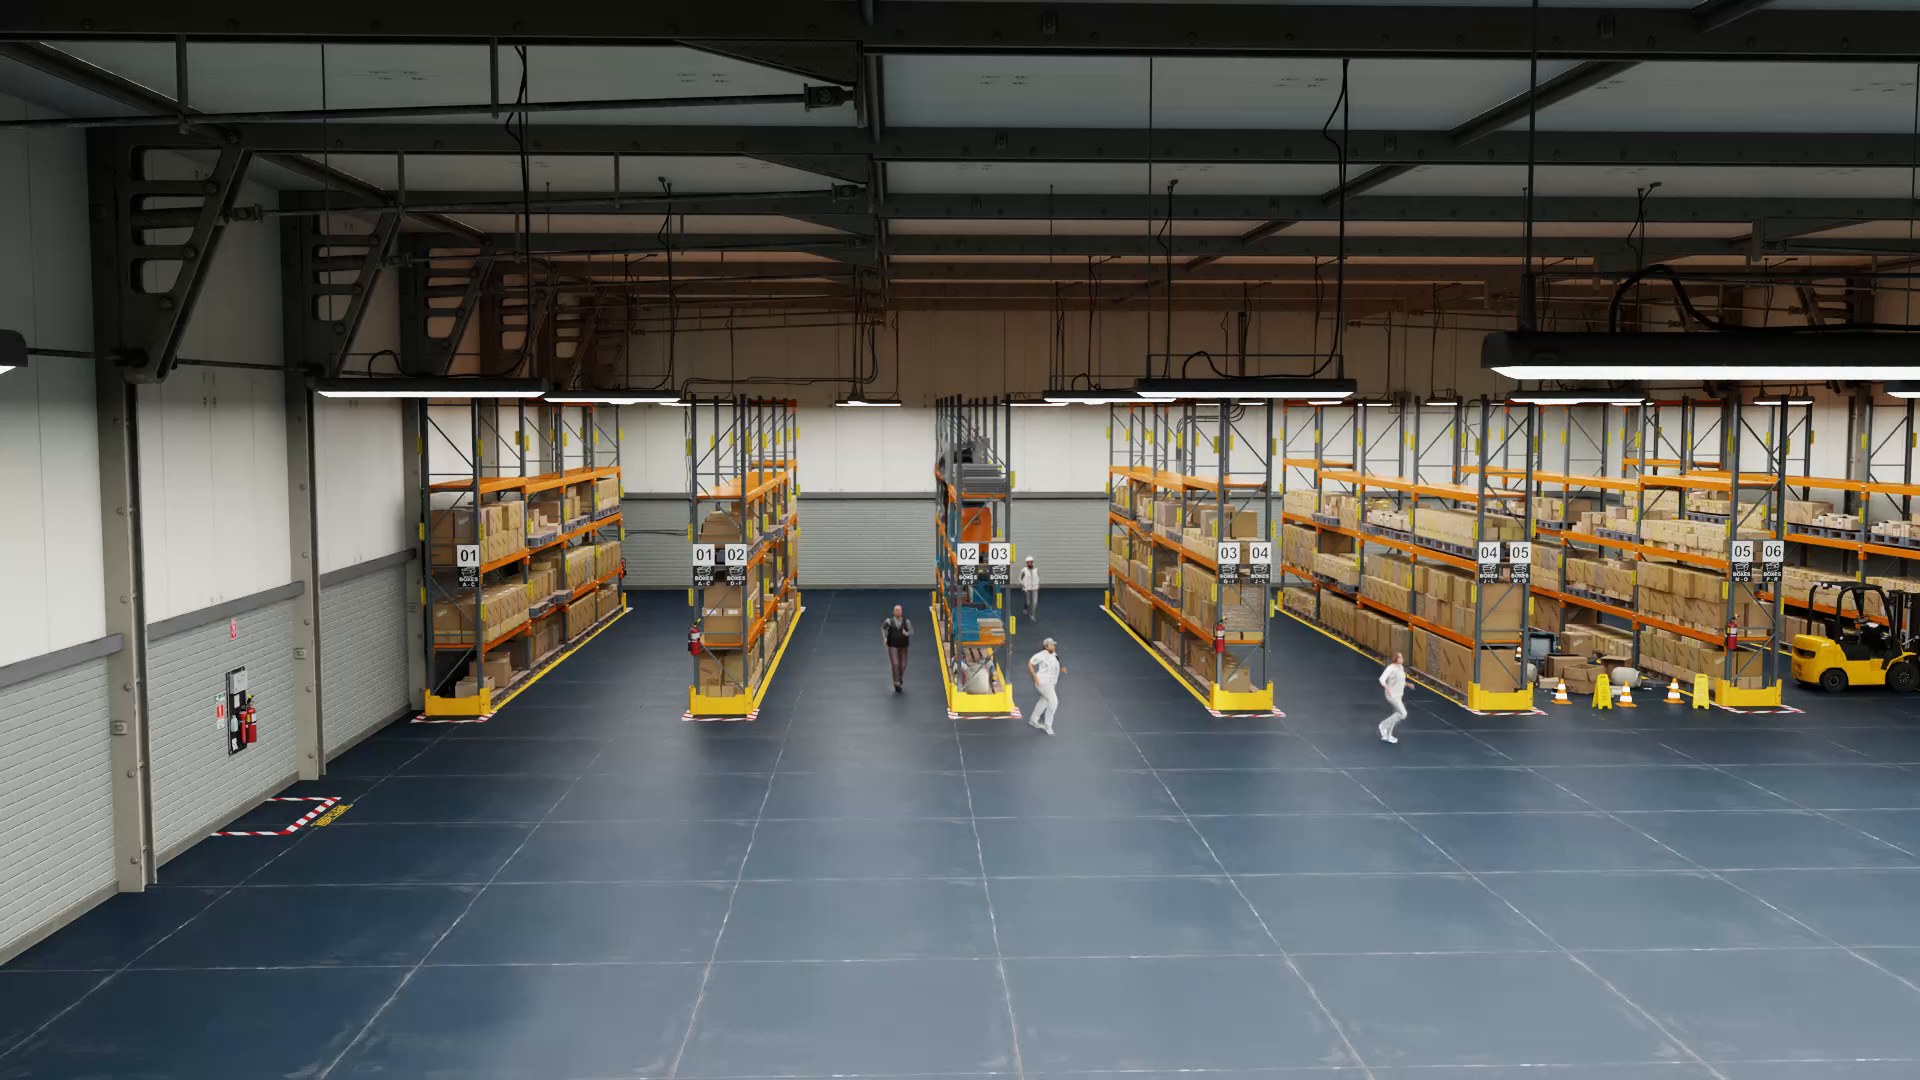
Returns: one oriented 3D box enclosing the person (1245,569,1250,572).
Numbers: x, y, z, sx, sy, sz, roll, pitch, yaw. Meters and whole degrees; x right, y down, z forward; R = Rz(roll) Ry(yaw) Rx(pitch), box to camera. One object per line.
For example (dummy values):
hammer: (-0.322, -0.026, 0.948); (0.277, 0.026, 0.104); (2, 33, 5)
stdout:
person: (8.368, 1.054, 48.545); (0.556, 1.678, 0.932); (-3, 6, -36)

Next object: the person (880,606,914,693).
person: (-1.259, 2.183, 33.779); (0.656, 1.705, 0.969); (-1, 5, -14)

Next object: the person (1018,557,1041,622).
person: (1.900, 1.322, 45.030); (0.672, 1.745, 0.707); (-1, 5, -13)

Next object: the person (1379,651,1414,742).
person: (7.513, 2.739, 28.586); (0.540, 1.479, 0.495); (3, 6, 37)

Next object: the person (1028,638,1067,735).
person: (1.543, 2.588, 29.500); (0.723, 1.709, 0.595); (3, 5, 31)
